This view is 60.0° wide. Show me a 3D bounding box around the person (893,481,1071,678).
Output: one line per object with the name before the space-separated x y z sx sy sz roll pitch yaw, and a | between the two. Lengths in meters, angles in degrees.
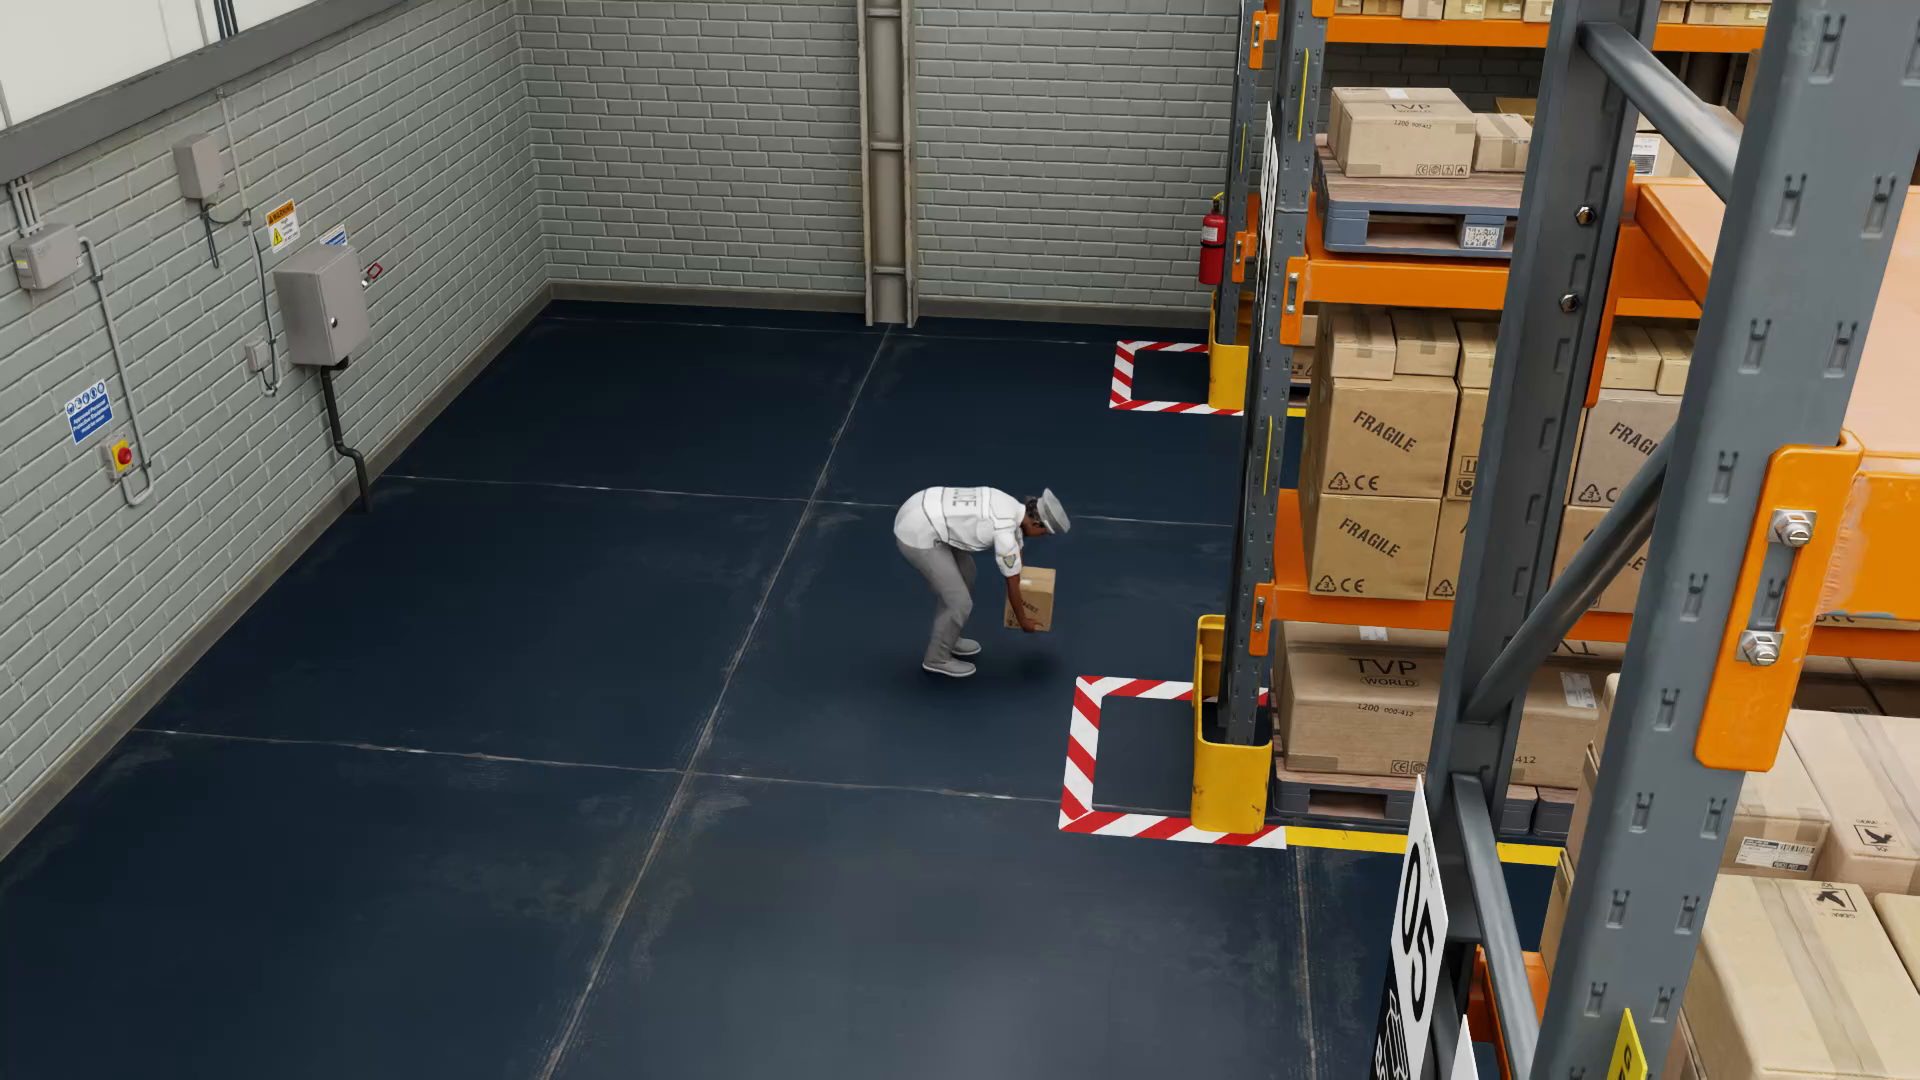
person | 0.119 0.211 8.975 0.940 1.059 0.431 2 29 4
